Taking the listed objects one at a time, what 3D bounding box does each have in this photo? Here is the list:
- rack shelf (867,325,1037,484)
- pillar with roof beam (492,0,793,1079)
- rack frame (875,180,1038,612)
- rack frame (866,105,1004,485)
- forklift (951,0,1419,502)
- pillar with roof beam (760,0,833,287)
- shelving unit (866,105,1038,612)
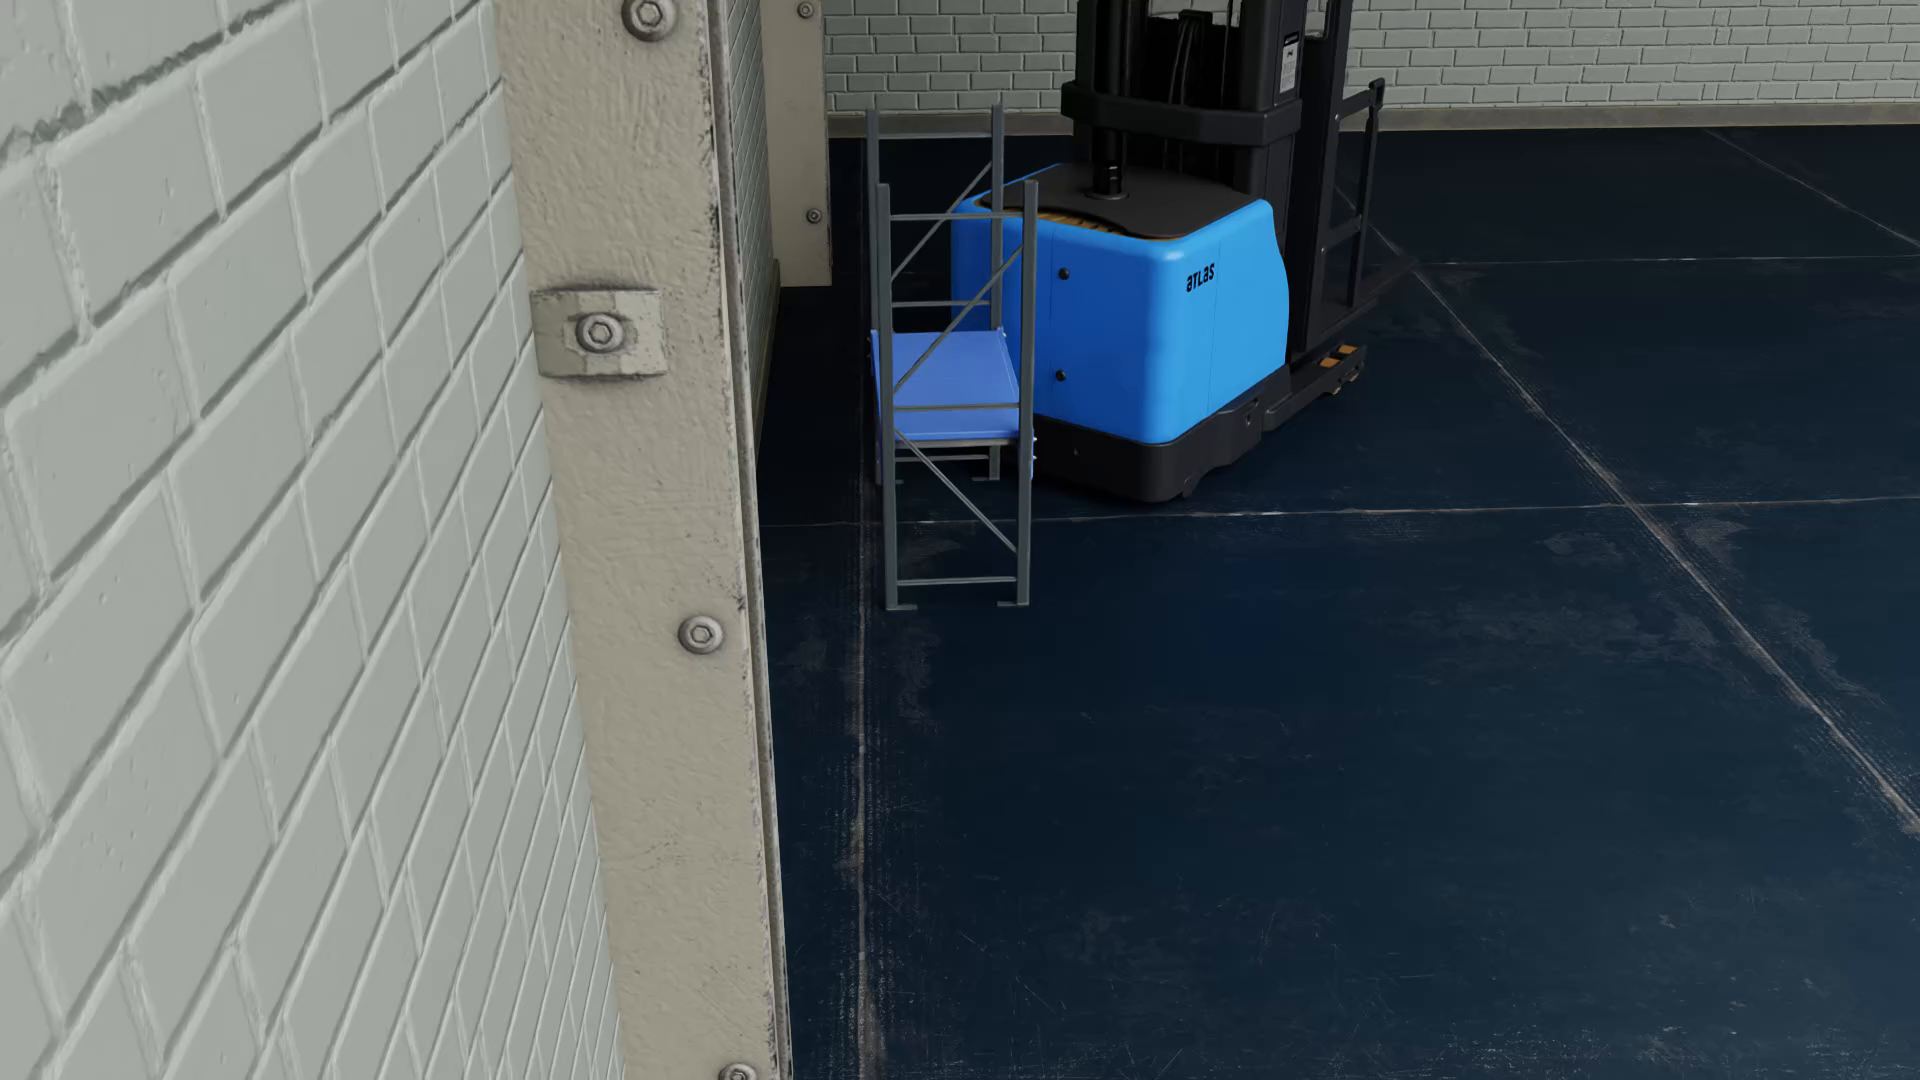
[{"bbox_3d":[-0.050,-0.507,5.988,0.538,0.185,1.000,-2,28,-4],"label":"rack shelf"},{"bbox_3d":[3.765,-2.764,1.818,9.100,9.000,0.400,-1,28,-3],"label":"pillar with roof beam"},{"bbox_3d":[-0.010,-0.432,5.456,0.500,1.500,0.032,-2,28,-4],"label":"rack frame"},{"bbox_3d":[-0.091,-0.900,6.355,0.500,1.500,0.032,-2,28,-4],"label":"rack frame"},{"bbox_3d":[1.212,-2.071,7.051,1.130,2.935,3.031,18,33,31],"label":"forklift"},{"bbox_3d":[3.452,-5.535,7.131,9.100,9.000,0.400,-1,28,-3],"label":"pillar with roof beam"},{"bbox_3d":[-0.050,-0.666,5.905,0.538,1.500,1.048,-2,28,-4],"label":"shelving unit"}]
